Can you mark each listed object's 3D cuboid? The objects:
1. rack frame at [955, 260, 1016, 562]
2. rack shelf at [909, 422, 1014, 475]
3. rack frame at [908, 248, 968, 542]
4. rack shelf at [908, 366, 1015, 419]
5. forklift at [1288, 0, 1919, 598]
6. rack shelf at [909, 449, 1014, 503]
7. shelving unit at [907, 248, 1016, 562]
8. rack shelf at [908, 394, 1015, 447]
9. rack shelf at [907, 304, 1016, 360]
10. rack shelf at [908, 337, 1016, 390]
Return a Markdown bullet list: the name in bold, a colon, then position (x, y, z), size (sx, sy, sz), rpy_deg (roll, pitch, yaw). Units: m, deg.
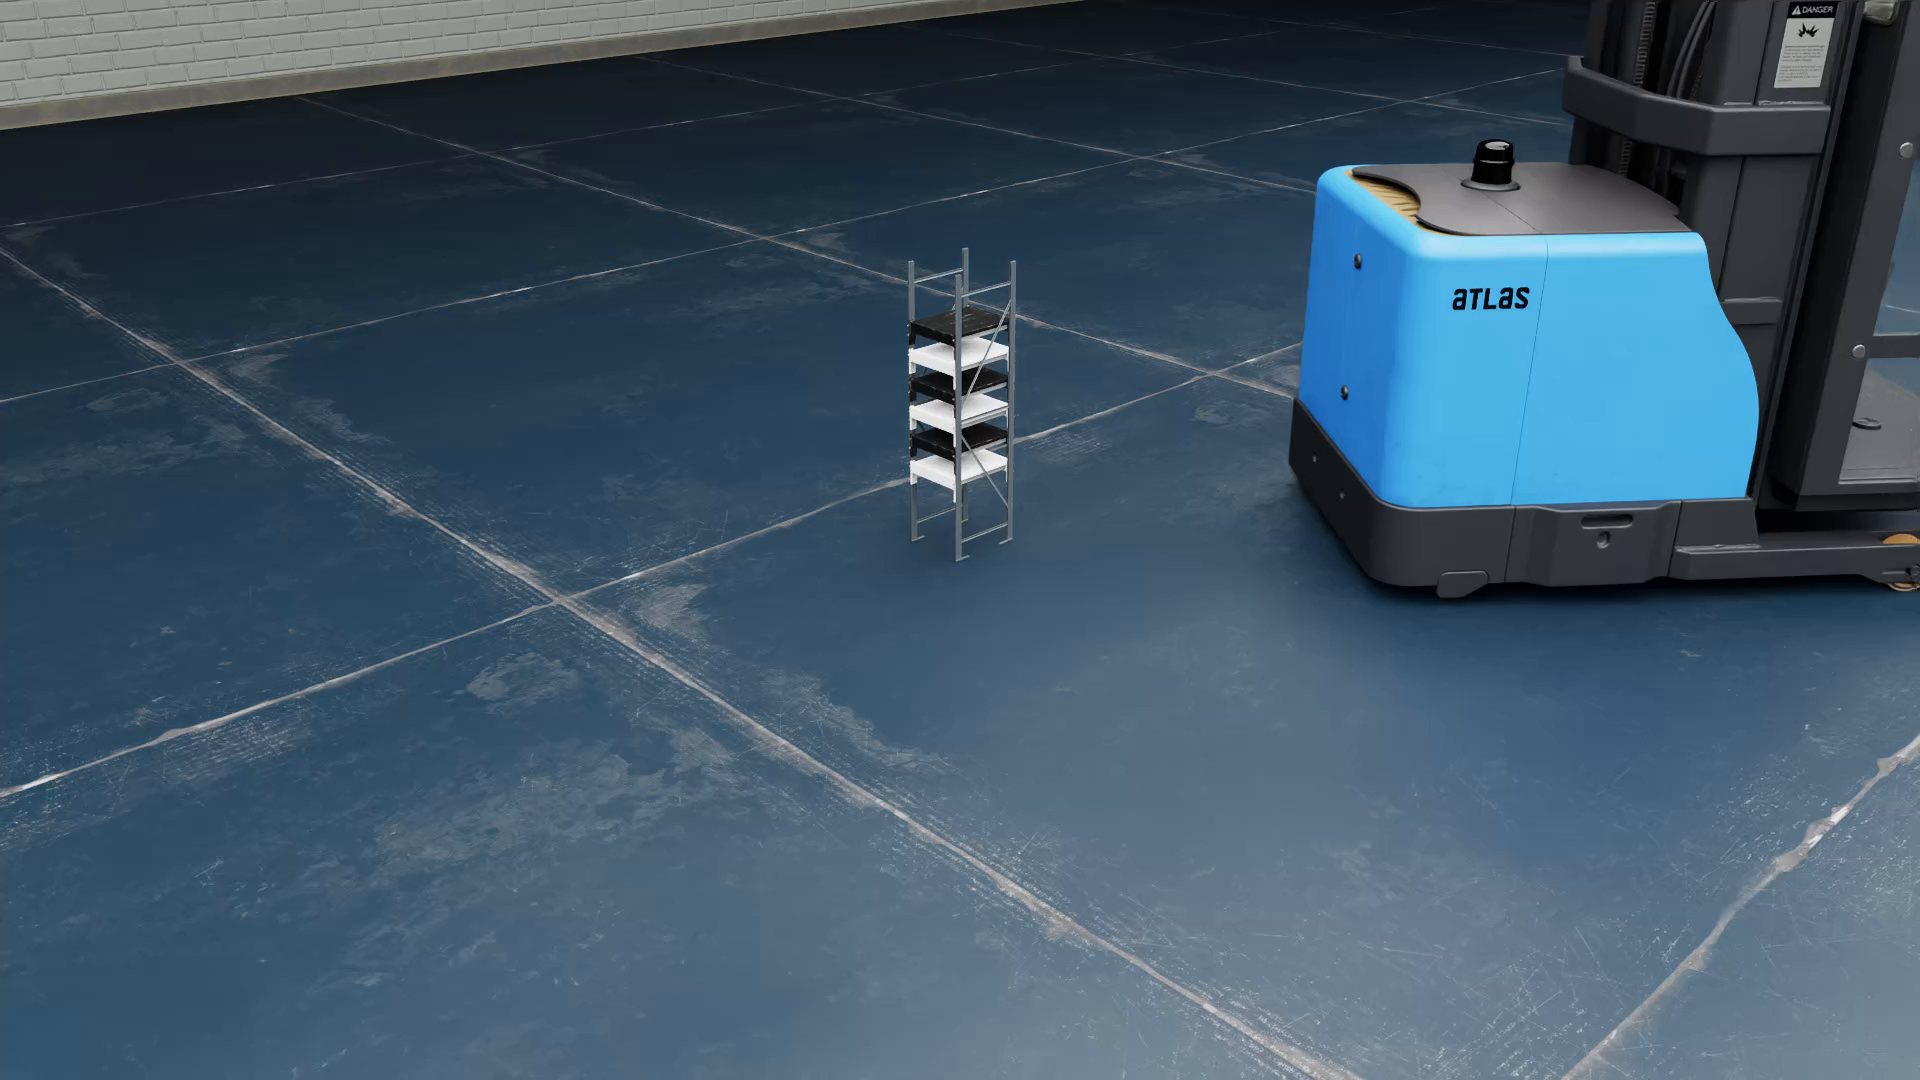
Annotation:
- **rack frame**: position (0.075, -0.376, 4.990), size (0.240, 0.900, 0.006), rpy_deg (-21, 32, -38)
- **rack shelf**: position (0.006, -0.295, 5.109), size (0.258, 0.077, 0.200), rpy_deg (-21, 32, -38)
- **rack frame**: position (-0.064, -0.438, 5.125), size (0.240, 0.900, 0.006), rpy_deg (-21, 32, -38)
- **rack shelf**: position (0.006, -0.459, 5.034), size (0.258, 0.077, 0.200), rpy_deg (-21, 32, -38)
- **forklift**: position (2.659, -1.399, 4.786), size (3.031, 2.935, 1.130), rpy_deg (-2, 25, -4)
- **rack shelf**: position (0.006, -0.213, 5.146), size (0.258, 0.077, 0.200), rpy_deg (-21, 32, -38)
- **shelving unit**: position (0.006, -0.407, 5.058), size (0.258, 0.900, 0.210), rpy_deg (-21, 32, -38)
- **rack shelf**: position (0.006, -0.377, 5.072), size (0.258, 0.077, 0.200), rpy_deg (-21, 32, -38)
- **rack shelf**: position (0.006, -0.622, 4.960), size (0.258, 0.077, 0.200), rpy_deg (-21, 32, -38)
- **rack shelf**: position (0.006, -0.540, 4.997), size (0.258, 0.077, 0.200), rpy_deg (-21, 32, -38)
